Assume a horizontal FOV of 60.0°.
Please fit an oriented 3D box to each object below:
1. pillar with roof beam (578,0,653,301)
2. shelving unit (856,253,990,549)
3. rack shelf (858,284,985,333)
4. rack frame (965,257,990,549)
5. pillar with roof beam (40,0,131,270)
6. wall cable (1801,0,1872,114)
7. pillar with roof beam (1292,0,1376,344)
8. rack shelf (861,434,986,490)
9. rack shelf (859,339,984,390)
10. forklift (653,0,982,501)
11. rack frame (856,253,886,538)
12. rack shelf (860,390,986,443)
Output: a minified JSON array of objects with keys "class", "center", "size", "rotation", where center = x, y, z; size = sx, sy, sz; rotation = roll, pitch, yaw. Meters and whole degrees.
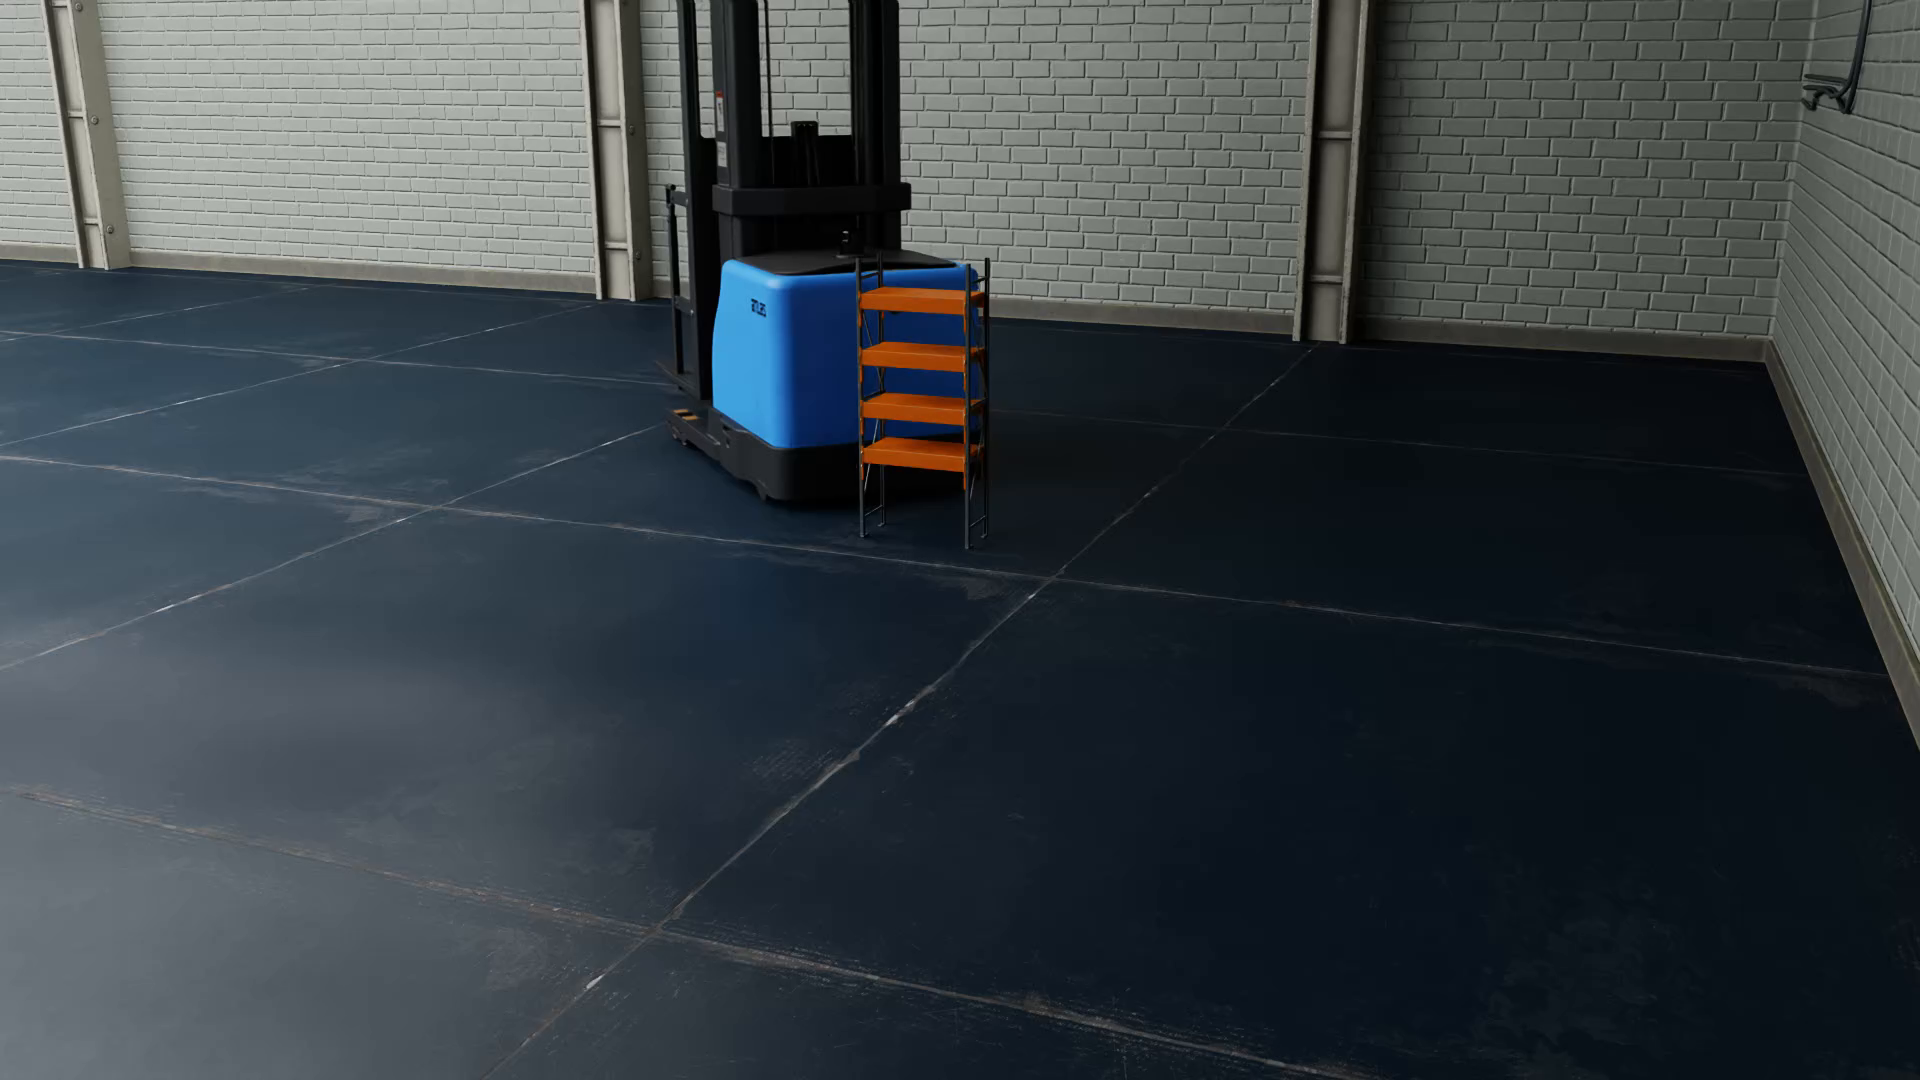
[{"class":"pillar with roof beam","center":[-4.477,-5.304,9.304],"size":[0.400,9.000,9.100],"rotation":[6,17,21]},{"class":"shelving unit","center":[-0.154,-0.593,7.065],"size":[0.503,1.200,0.258],"rotation":[6,17,21]},{"class":"rack shelf","center":[-0.154,-0.971,6.955],"size":[0.480,0.148,0.258],"rotation":[6,17,21]},{"class":"rack frame","center":[0.073,-0.568,6.979],"size":[0.015,1.200,0.240],"rotation":[6,17,21]},{"class":"pillar with roof beam","center":[-10.059,-5.918,11.418],"size":[0.400,9.000,9.100],"rotation":[6,17,21]},{"class":"wall cable","center":[4.939,-3.671,9.249],"size":[0.112,2.526,3.097],"rotation":[6,17,21]},{"class":"pillar with roof beam","center":[1.105,-4.690,7.189],"size":[0.400,9.000,9.100],"rotation":[6,17,21]},{"class":"rack shelf","center":[-0.154,-0.338,7.139],"size":[0.480,0.148,0.258],"rotation":[6,17,21]},{"class":"rack shelf","center":[-0.154,-0.743,7.021],"size":[0.480,0.148,0.258],"rotation":[6,17,21]},{"class":"forklift","center":[-0.956,-1.951,8.638],"size":[1.130,2.935,3.031],"rotation":[-7,18,-23]},{"class":"rack frame","center":[-0.381,-0.618,7.151],"size":[0.015,1.200,0.240],"rotation":[6,17,21]},{"class":"rack shelf","center":[-0.154,-0.529,7.083],"size":[0.480,0.148,0.258],"rotation":[6,17,21]}]
